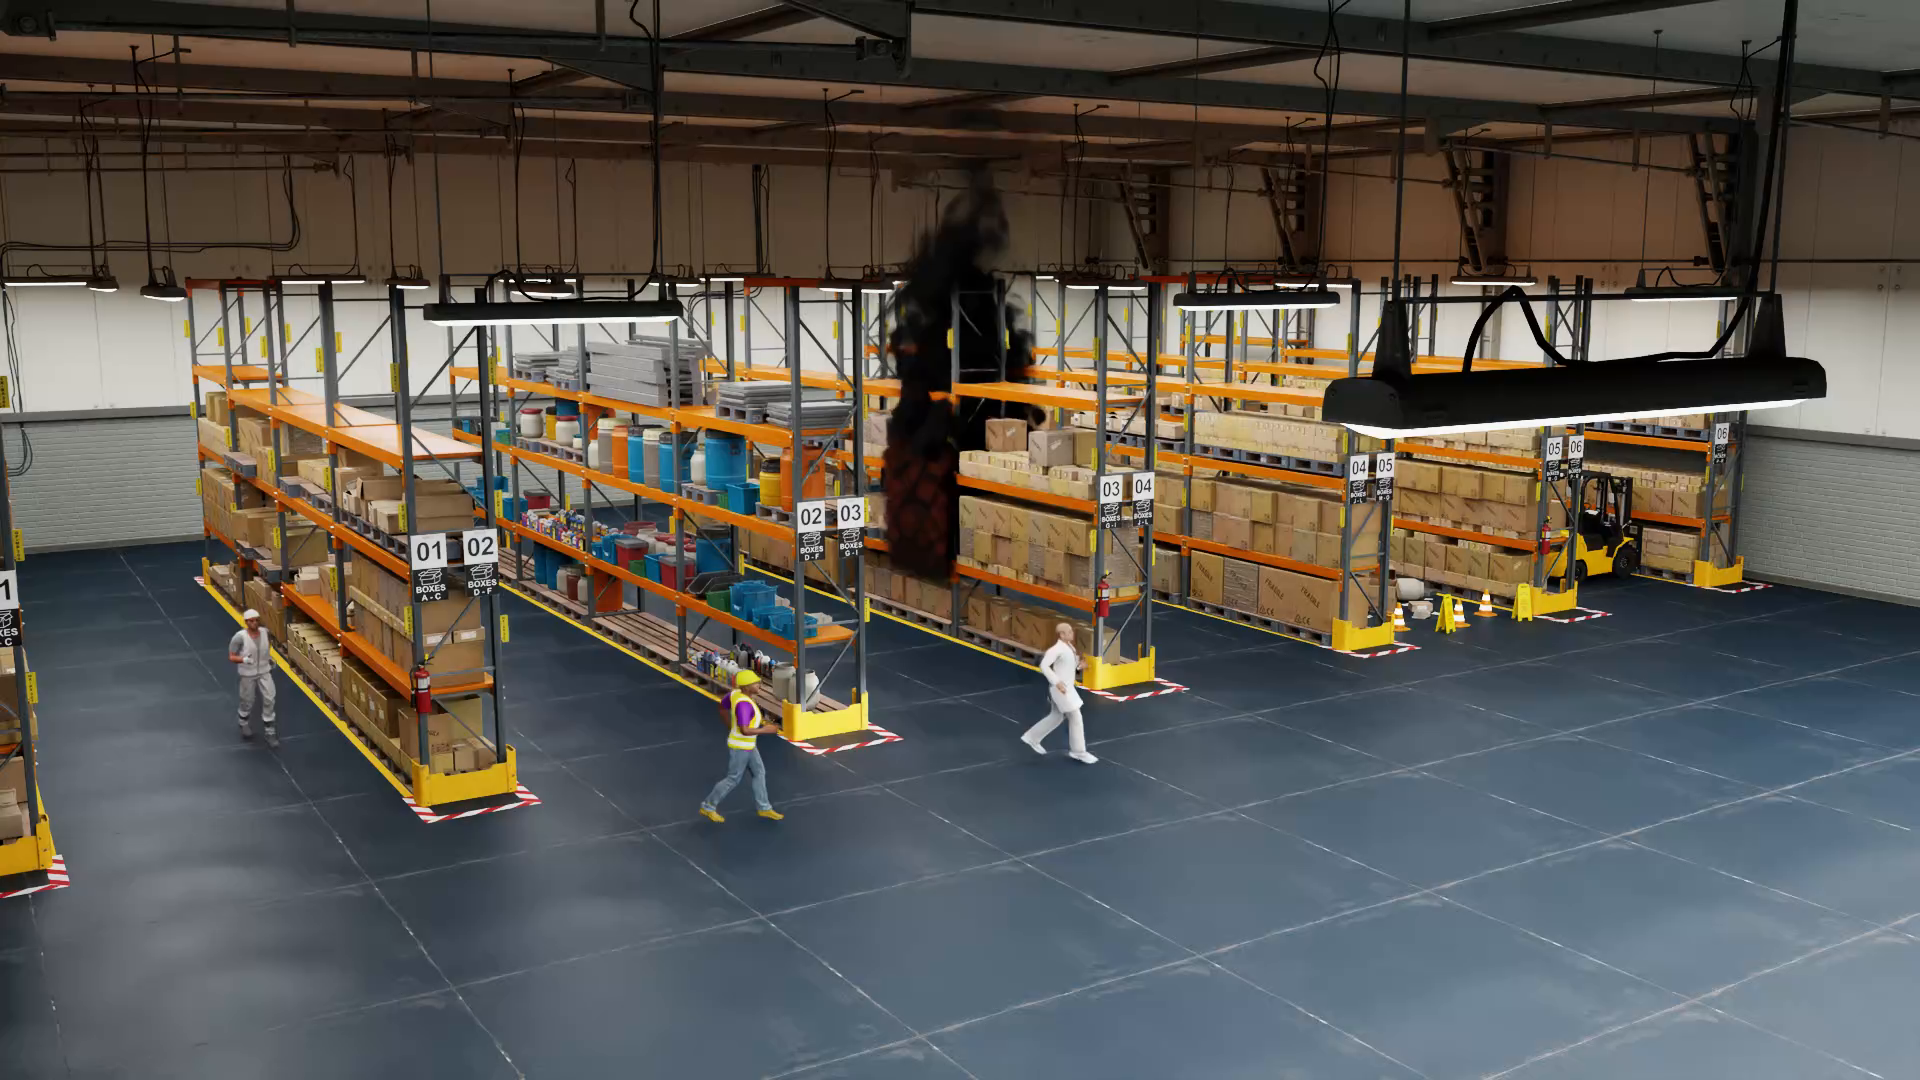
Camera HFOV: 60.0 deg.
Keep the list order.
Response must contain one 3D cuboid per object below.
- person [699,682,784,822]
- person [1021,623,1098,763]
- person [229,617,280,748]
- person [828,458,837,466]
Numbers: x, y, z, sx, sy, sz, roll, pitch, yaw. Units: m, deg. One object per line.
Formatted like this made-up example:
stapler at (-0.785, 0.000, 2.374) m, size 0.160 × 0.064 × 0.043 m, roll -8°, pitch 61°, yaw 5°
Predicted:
person at (-2.471, 2.358, 18.717) m, size 0.948 × 1.744 × 0.653 m, roll -1°, pitch 10°, yaw -5°
person at (1.273, 1.971, 21.193) m, size 0.987 × 1.716 × 0.687 m, roll 1°, pitch 10°, yaw 5°
person at (-9.334, 1.816, 21.966) m, size 0.613 × 1.775 × 0.894 m, roll -8°, pitch 13°, yaw -41°
person at (-3.350, -1.390, 41.376) m, size 0.868 × 1.622 × 0.764 m, roll -6°, pitch 11°, yaw -31°
